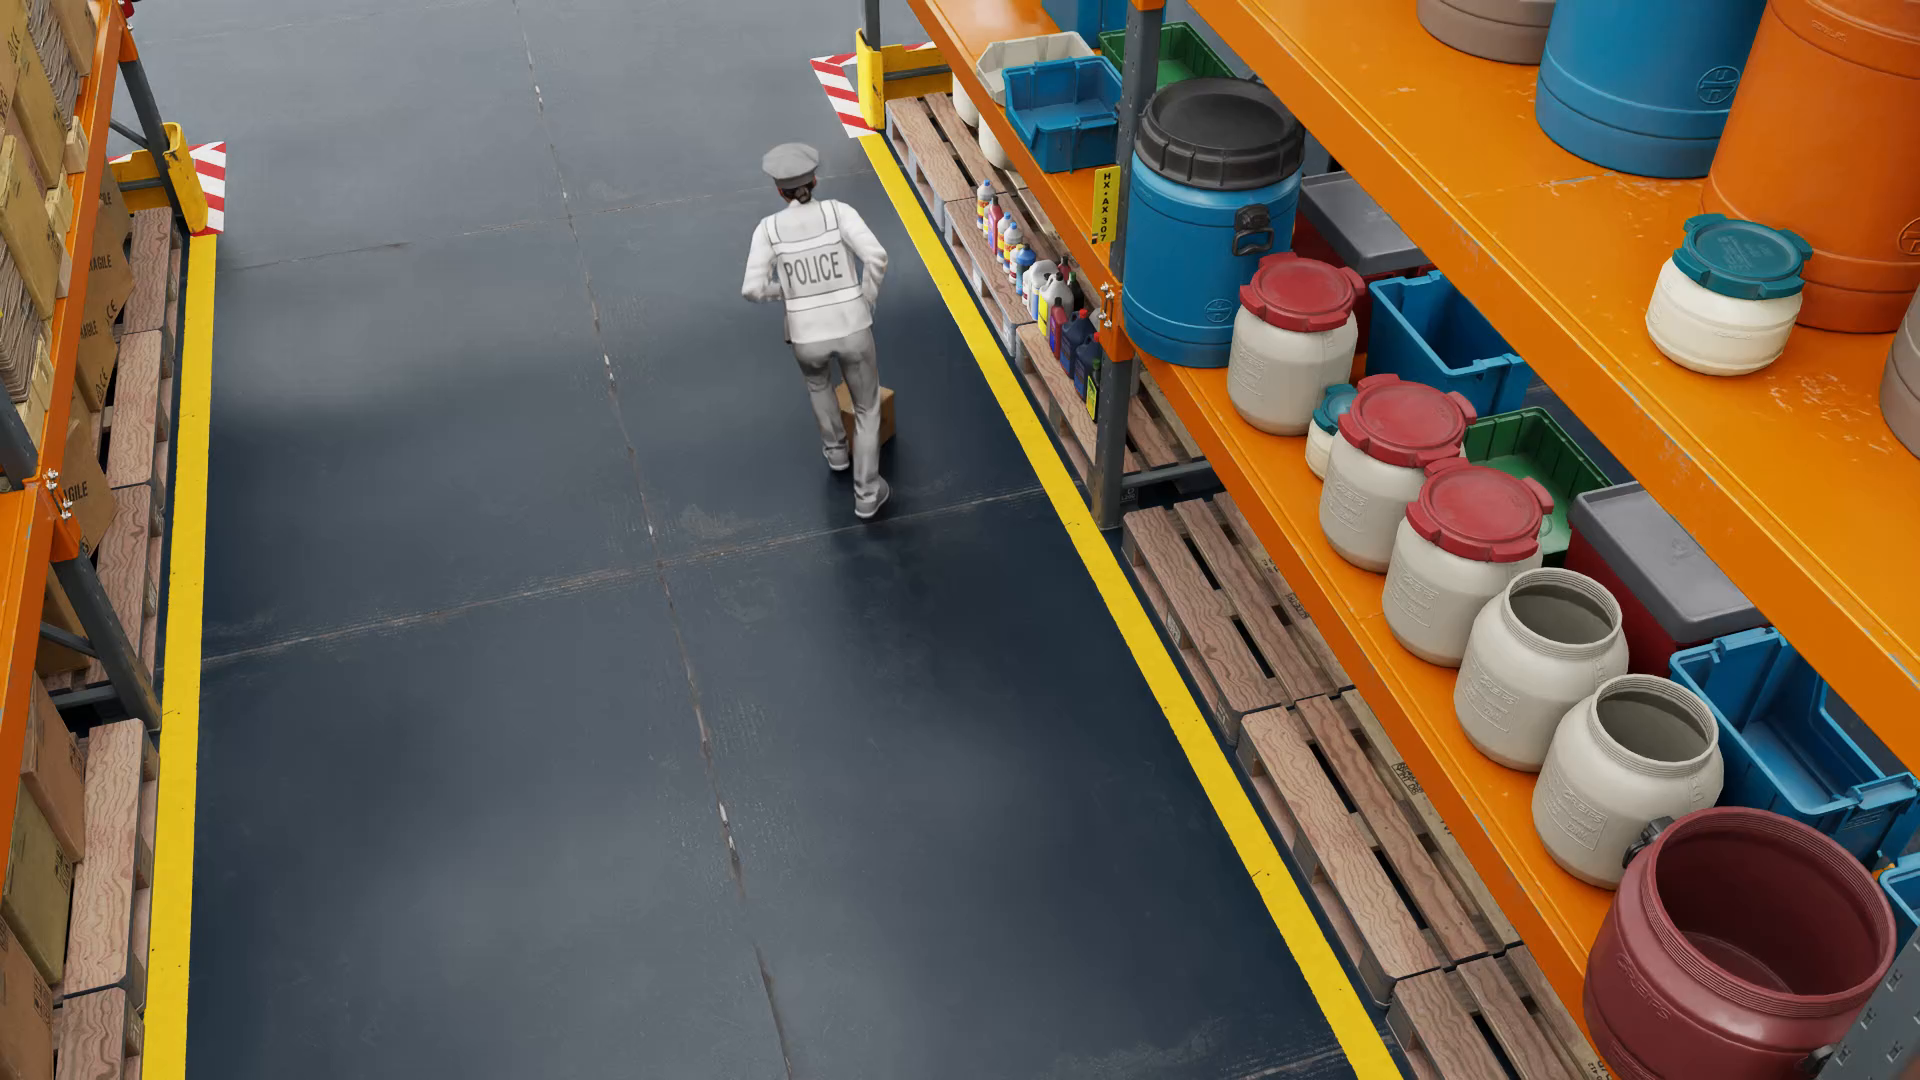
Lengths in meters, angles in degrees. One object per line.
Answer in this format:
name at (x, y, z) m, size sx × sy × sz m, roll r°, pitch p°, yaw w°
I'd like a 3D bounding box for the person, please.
person at (-0.618, -0.881, 7.269) m, size 0.629 × 1.481 × 0.839 m, roll -3°, pitch 43°, yaw -4°
